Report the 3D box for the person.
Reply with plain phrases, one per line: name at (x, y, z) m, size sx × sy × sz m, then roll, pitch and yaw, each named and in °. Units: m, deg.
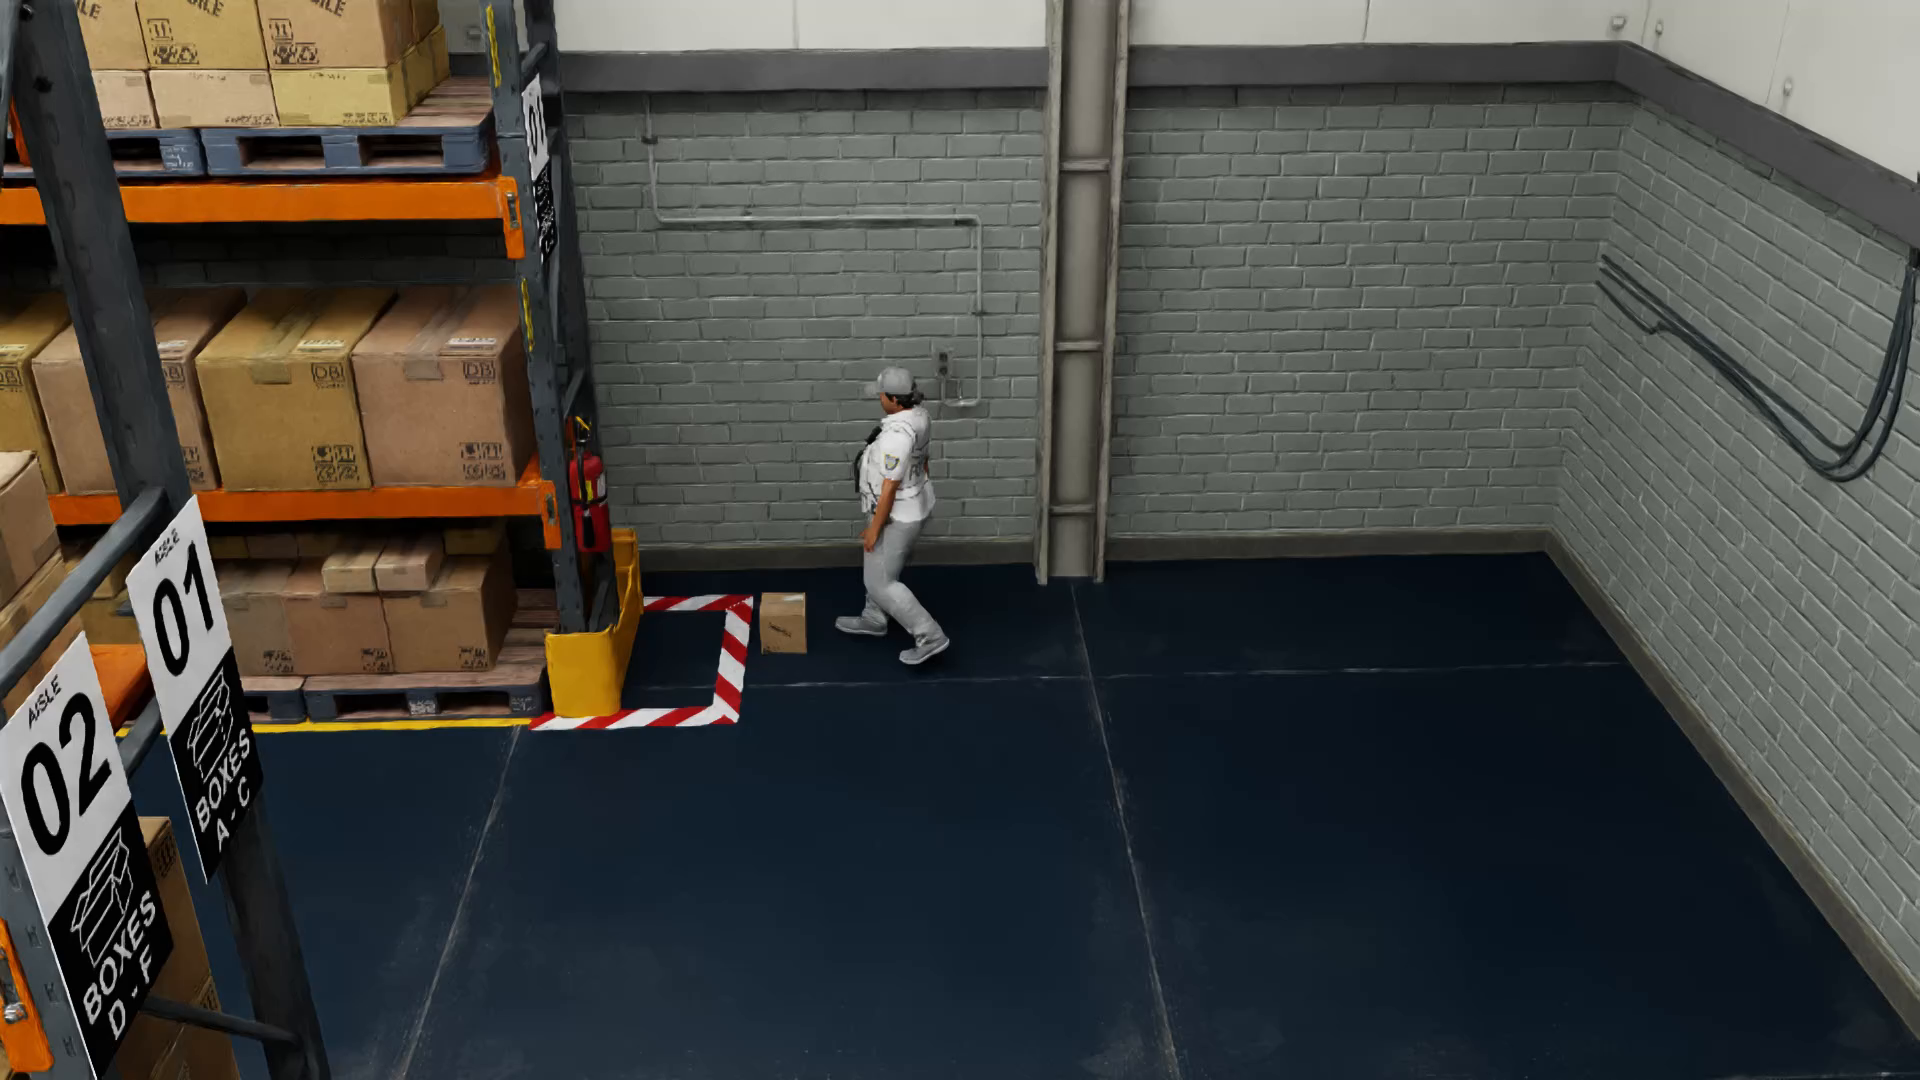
person at (-0.370, -0.145, 8.863) m, size 0.736 × 1.649 × 0.506 m, roll 7°, pitch 28°, yaw 12°
